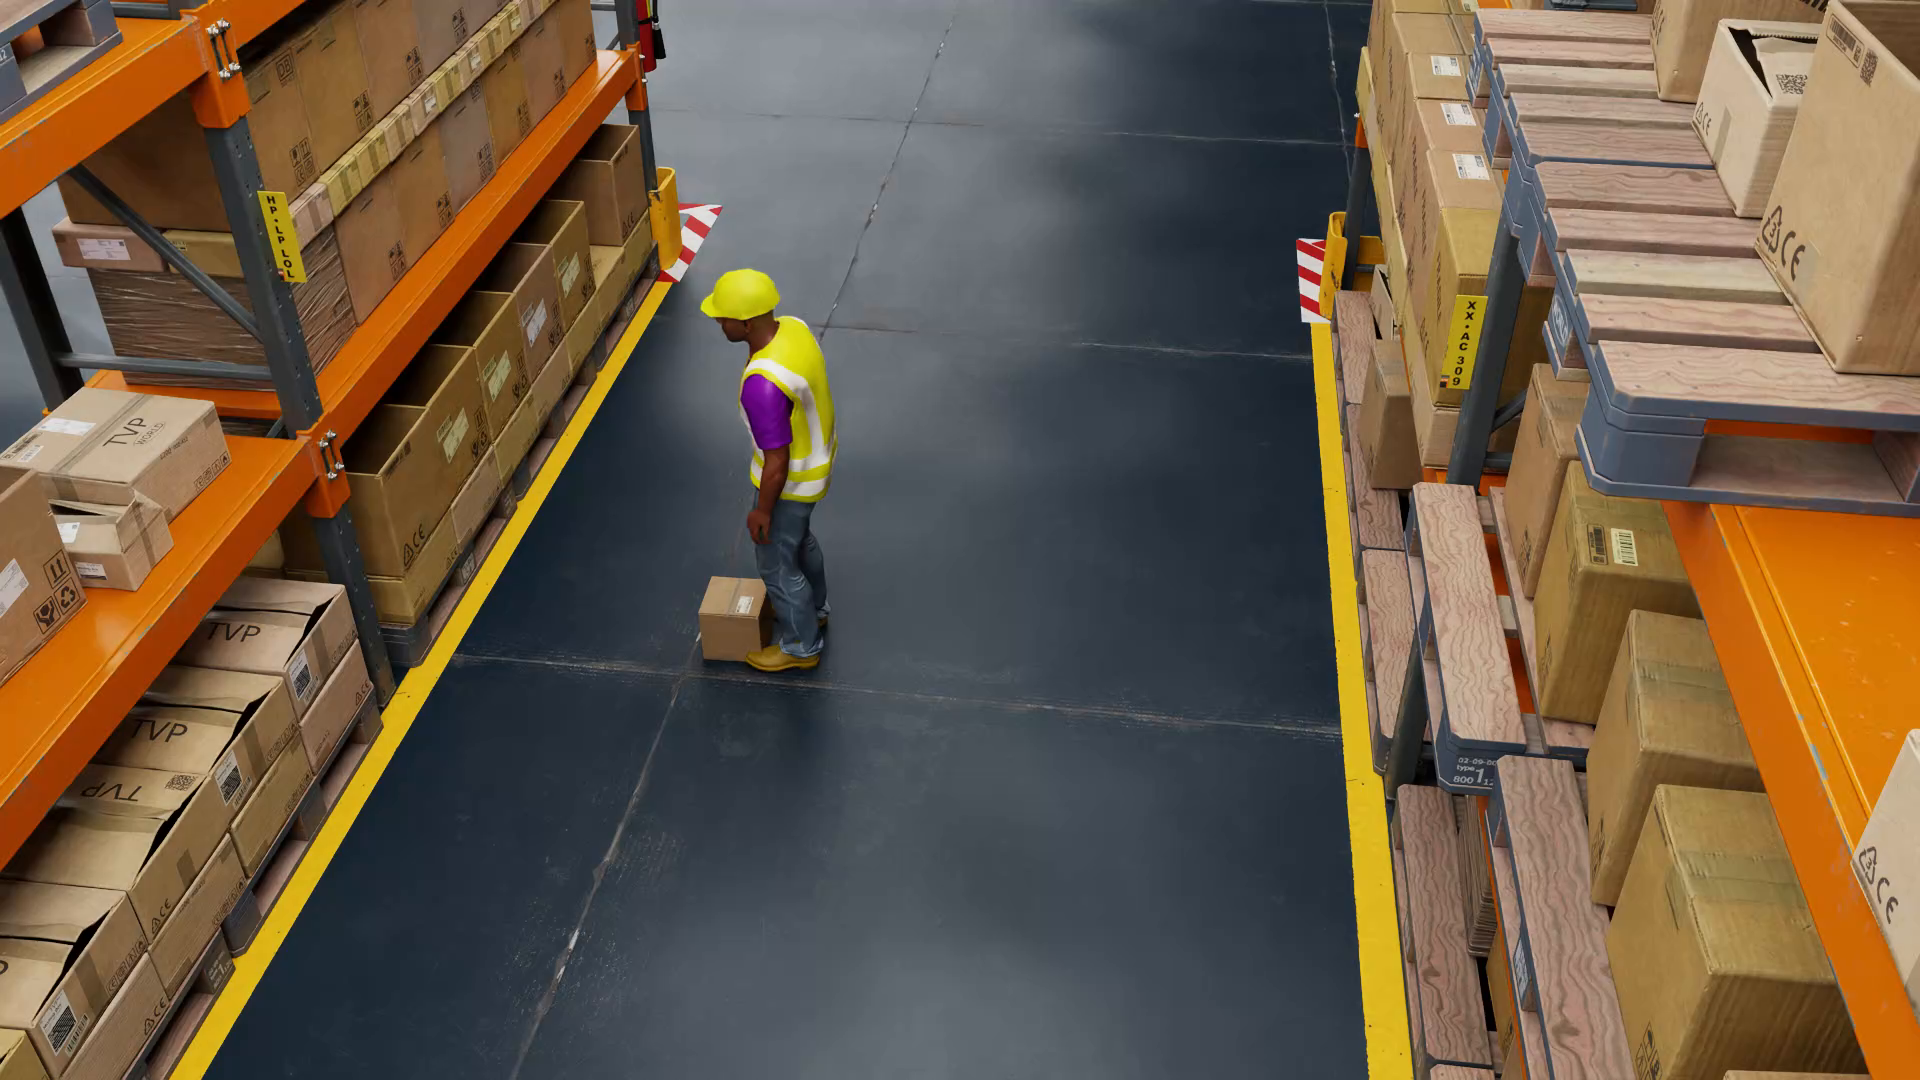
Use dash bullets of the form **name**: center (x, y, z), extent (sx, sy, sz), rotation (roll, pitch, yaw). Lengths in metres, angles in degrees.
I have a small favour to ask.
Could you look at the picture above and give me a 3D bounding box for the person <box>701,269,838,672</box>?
- **person**: center (-0.712, -0.267, 6.500), extent (0.463, 1.760, 0.635), rotation (4, 36, 5)
